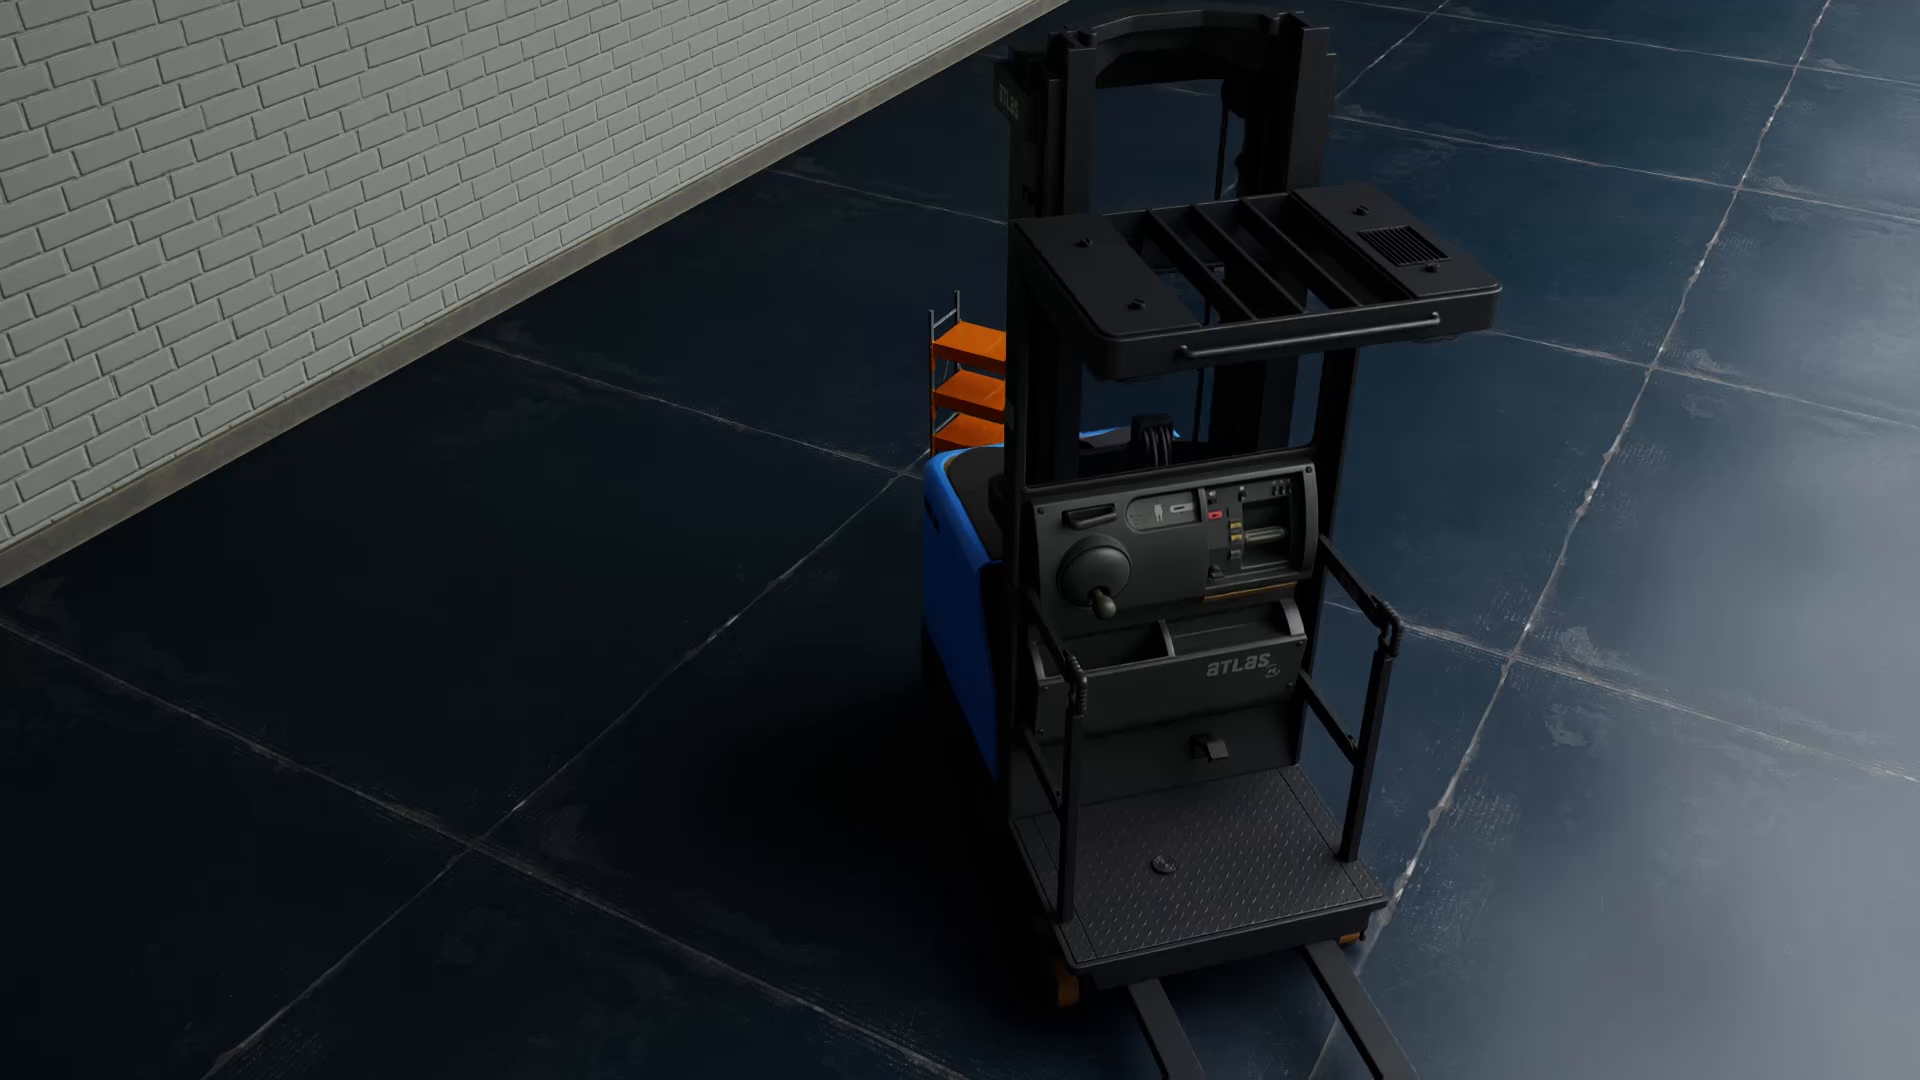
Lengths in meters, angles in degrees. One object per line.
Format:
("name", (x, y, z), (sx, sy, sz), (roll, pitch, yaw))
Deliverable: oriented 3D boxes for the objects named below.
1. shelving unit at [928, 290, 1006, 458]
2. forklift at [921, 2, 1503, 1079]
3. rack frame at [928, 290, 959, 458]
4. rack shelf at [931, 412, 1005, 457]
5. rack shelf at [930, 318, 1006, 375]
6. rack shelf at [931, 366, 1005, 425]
("shelving unit", (0.144, -0.454, 7.320), (0.503, 1.200, 0.258), (18, 37, 24))
("forklift", (0.735, 0.059, 4.988), (1.130, 2.935, 3.031), (-9, 35, -13))
("rack frame", (-0.068, -0.521, 7.421), (0.015, 1.200, 0.240), (18, 37, 24))
("rack shelf", (0.144, -0.398, 7.358), (0.480, 0.148, 0.258), (18, 37, 24))
("rack shelf", (0.144, -0.781, 7.103), (0.480, 0.148, 0.258), (18, 37, 24))
("rack shelf", (0.144, -0.584, 7.234), (0.480, 0.148, 0.258), (18, 37, 24))
